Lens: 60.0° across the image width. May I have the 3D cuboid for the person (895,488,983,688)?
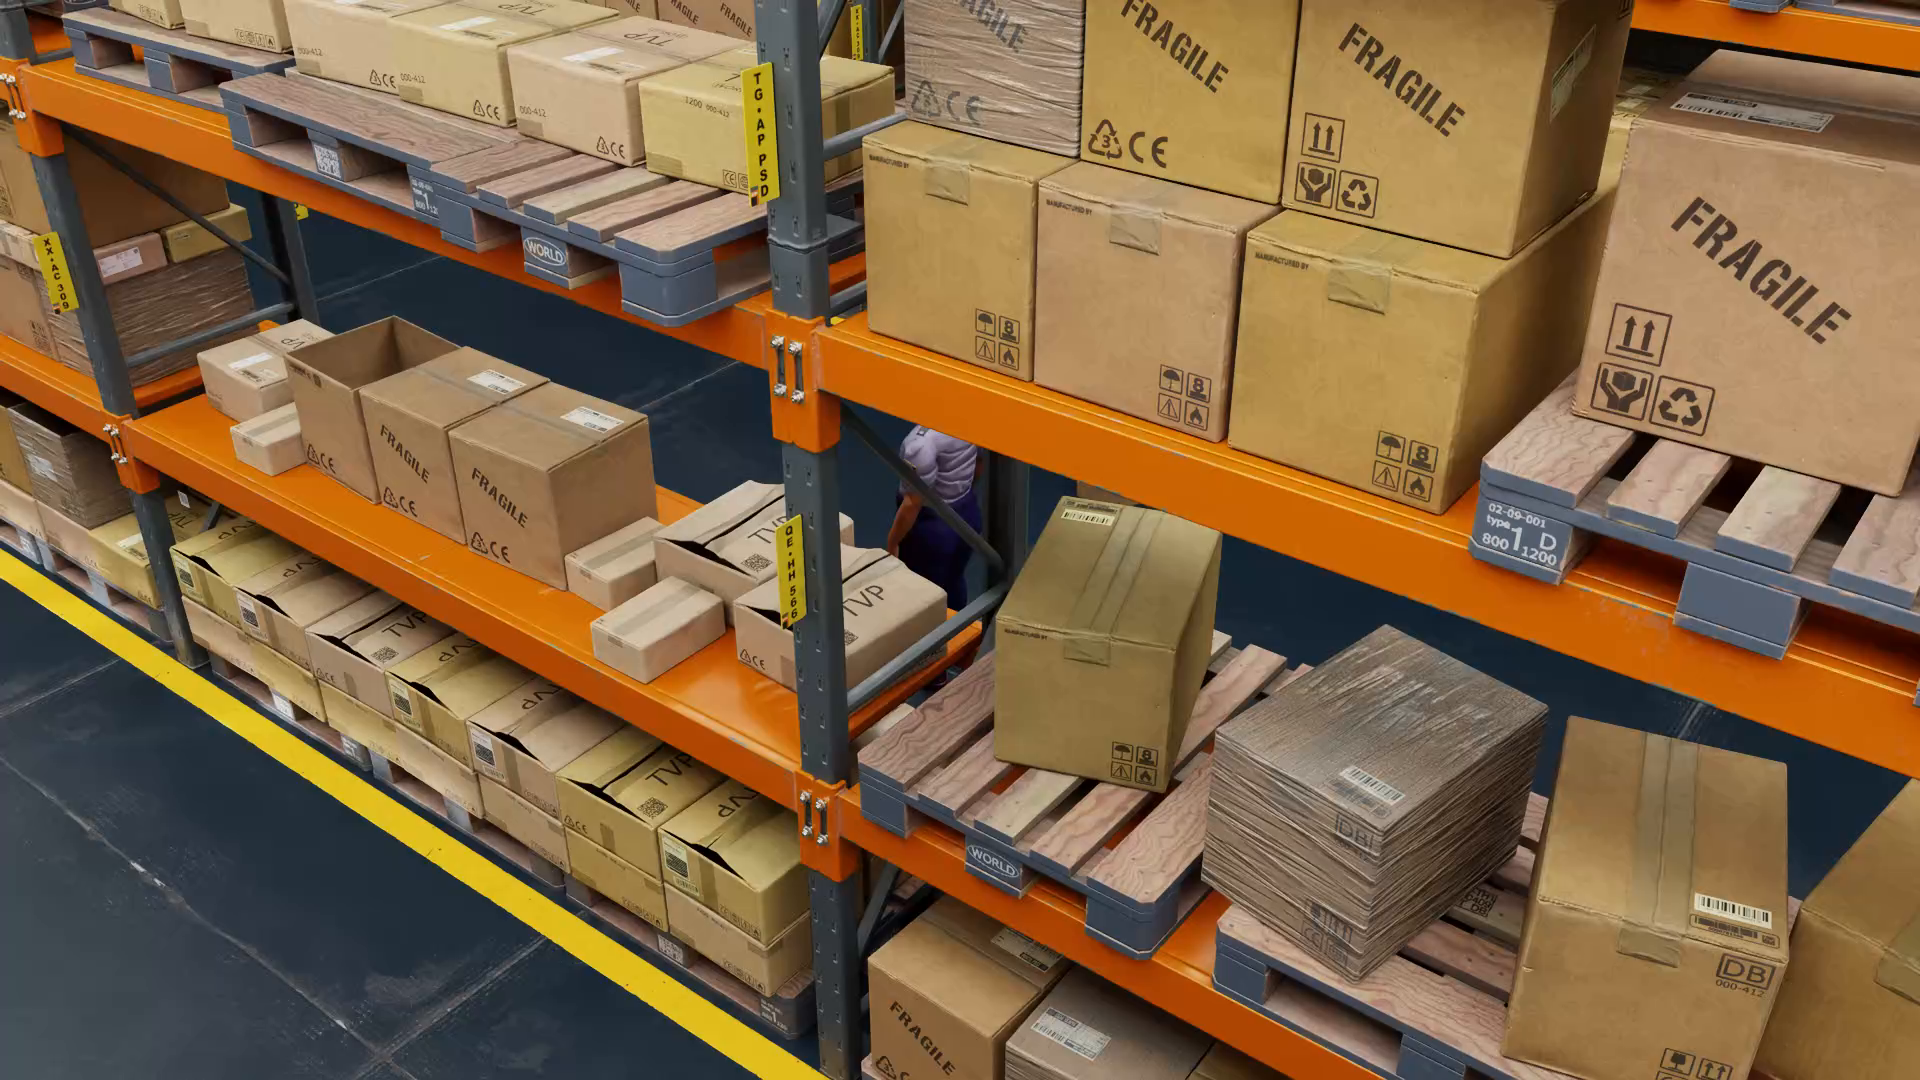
[{"bbox_3d":[-0.158,0.238,7.540,0.461,0.817,0.525,21,37,31],"label":"person"}]
